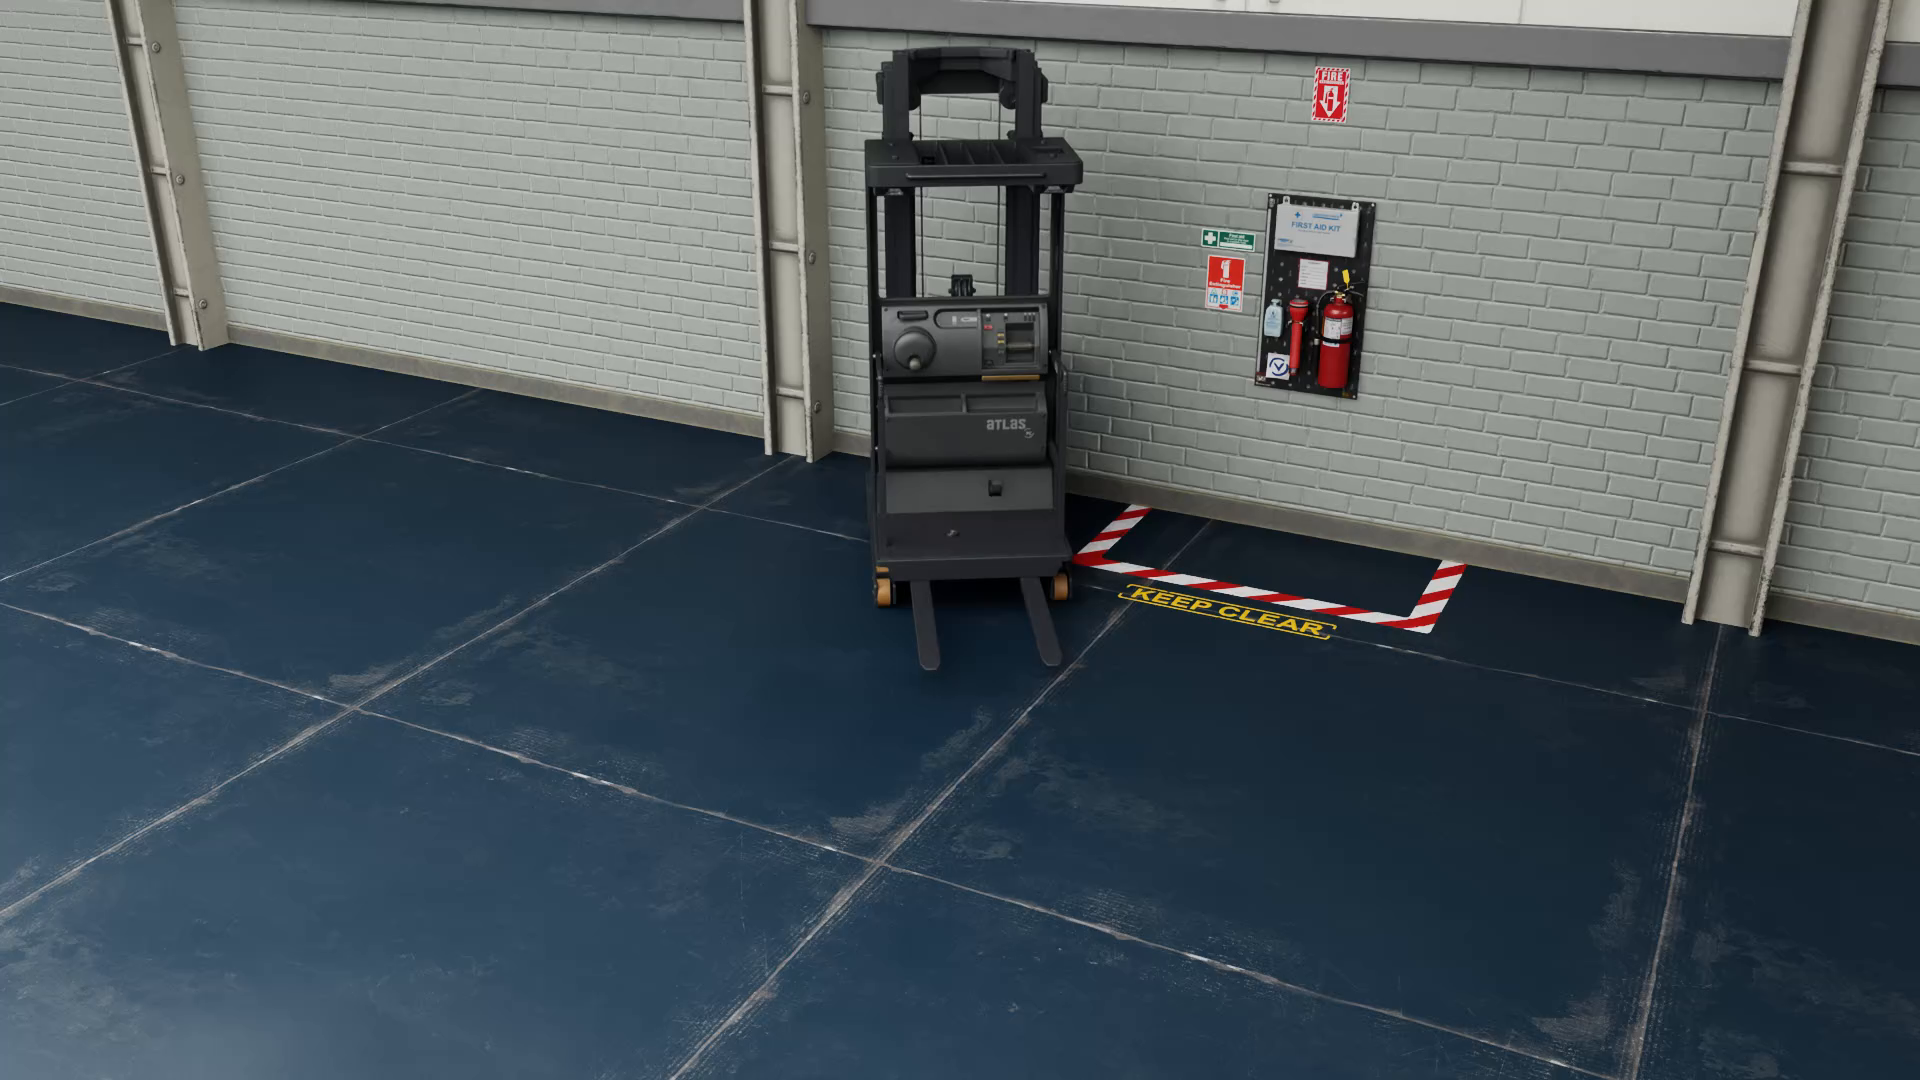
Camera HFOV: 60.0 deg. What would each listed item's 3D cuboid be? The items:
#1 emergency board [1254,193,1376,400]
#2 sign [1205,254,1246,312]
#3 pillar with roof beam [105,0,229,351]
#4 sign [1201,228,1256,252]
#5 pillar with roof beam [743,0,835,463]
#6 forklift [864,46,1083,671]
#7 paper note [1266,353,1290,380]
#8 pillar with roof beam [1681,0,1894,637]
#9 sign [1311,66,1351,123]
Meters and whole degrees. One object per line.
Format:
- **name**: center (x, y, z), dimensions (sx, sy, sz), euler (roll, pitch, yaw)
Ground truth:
- **emergency board**: center (2.041, -1.394, 9.694), dimensions (0.643, 1.169, 0.194), euler (11, 25, 25)
- **sign**: center (1.594, -1.544, 10.002), dimensions (0.234, 0.329, 0.001), euler (11, 25, 25)
- **pillar with roof beam**: center (-8.422, -4.320, 8.910), dimensions (0.400, 9.000, 9.100), euler (11, 25, 25)
- **sign**: center (1.594, -1.784, 9.889), dimensions (0.331, 0.109, 0.001), euler (11, 25, 25)
- **pillar with roof beam**: center (-3.068, -3.261, 6.419), dimensions (0.400, 9.000, 9.100), euler (11, 25, 25)
- **forklift**: center (0.047, -1.106, 9.105), dimensions (1.130, 2.935, 3.031), euler (-2, 23, -4)
- **paper note**: center (1.914, -1.044, 9.997), dimensions (0.142, 0.148, 0.016), euler (11, 25, 25)
- **pillar with roof beam**: center (2.287, -2.201, 3.927), dimensions (0.400, 9.000, 9.100), euler (11, 25, 25)
- **sign**: center (2.079, -2.497, 9.326), dimensions (0.199, 0.298, 0.001), euler (11, 25, 25)
